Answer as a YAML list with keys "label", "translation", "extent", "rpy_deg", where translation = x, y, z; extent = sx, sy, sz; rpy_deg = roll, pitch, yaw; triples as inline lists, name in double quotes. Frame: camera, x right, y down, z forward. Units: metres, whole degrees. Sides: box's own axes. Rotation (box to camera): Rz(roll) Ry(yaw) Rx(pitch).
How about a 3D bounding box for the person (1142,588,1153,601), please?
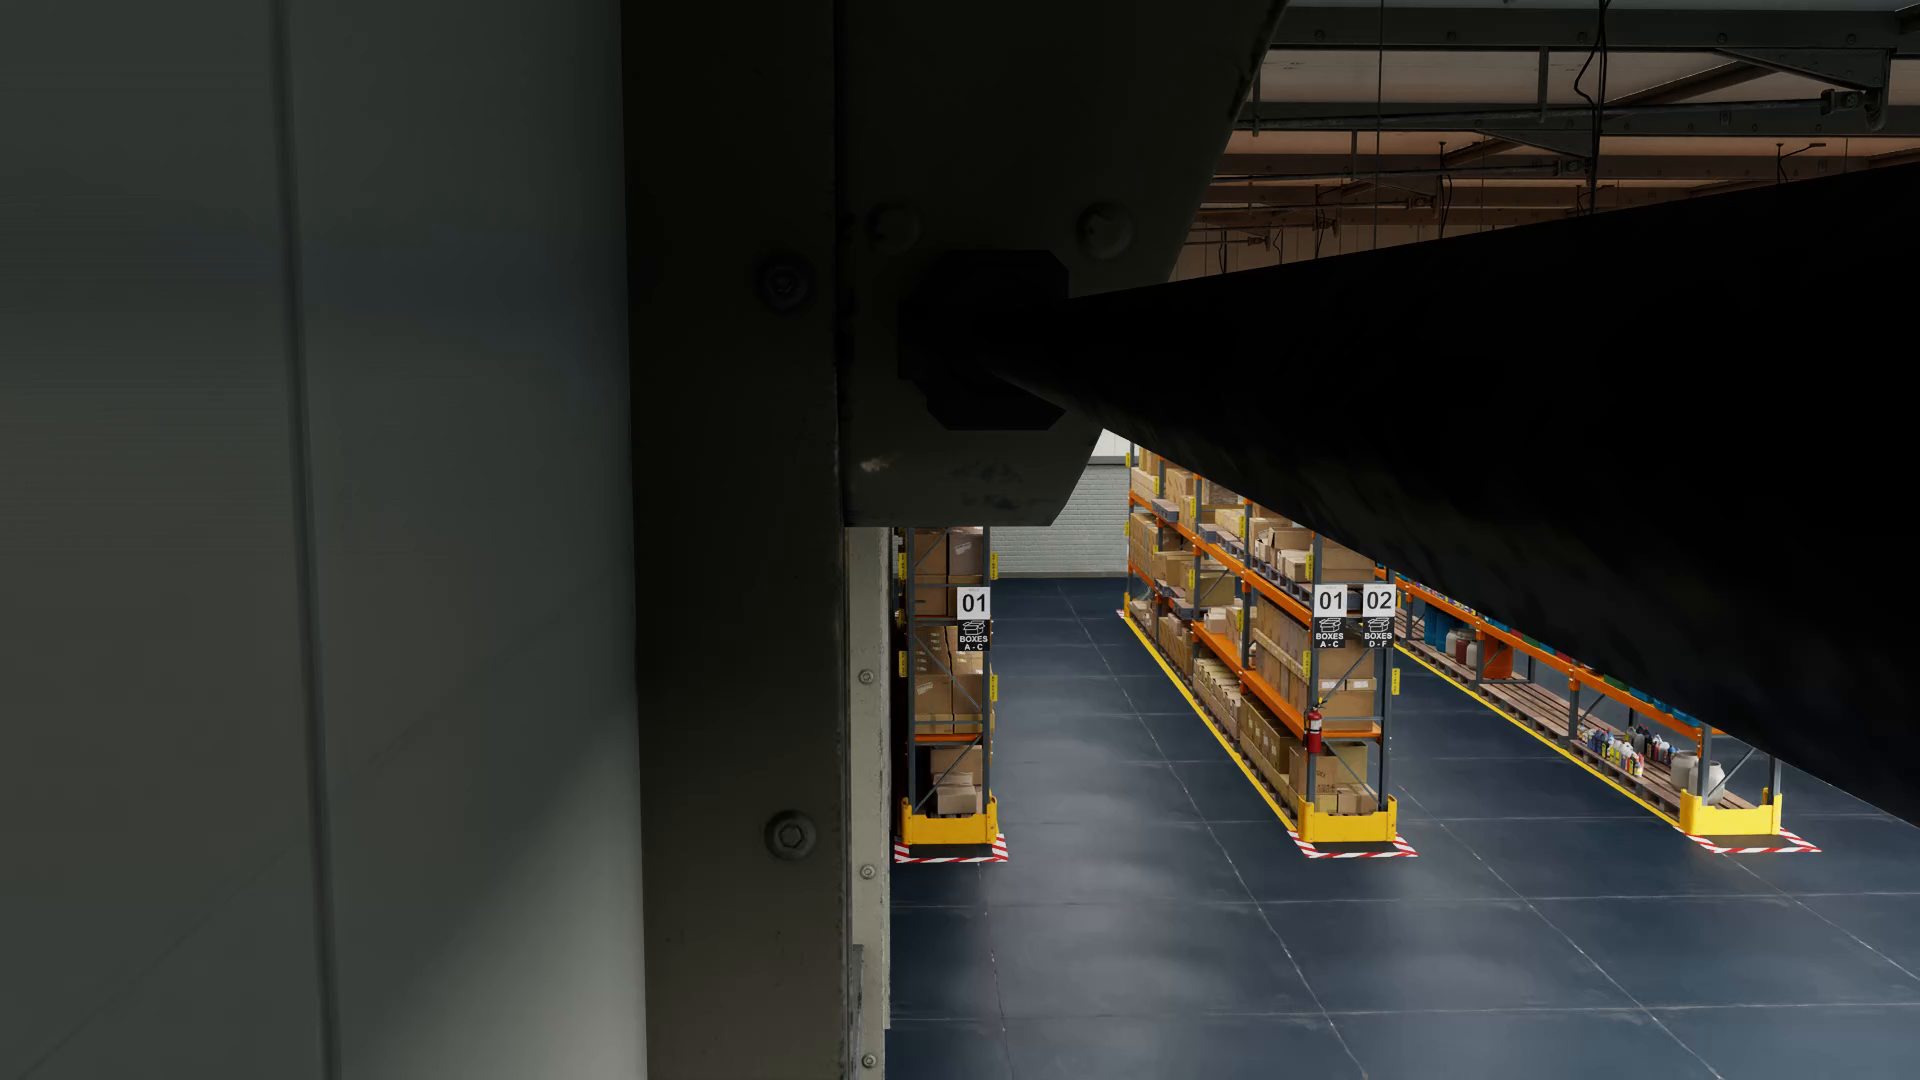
- label: "person"
  translation: [4.527, 0.669, 37.380]
  extent: [0.890, 1.764, 0.735]
  rpy_deg: [0, 7, 2]
